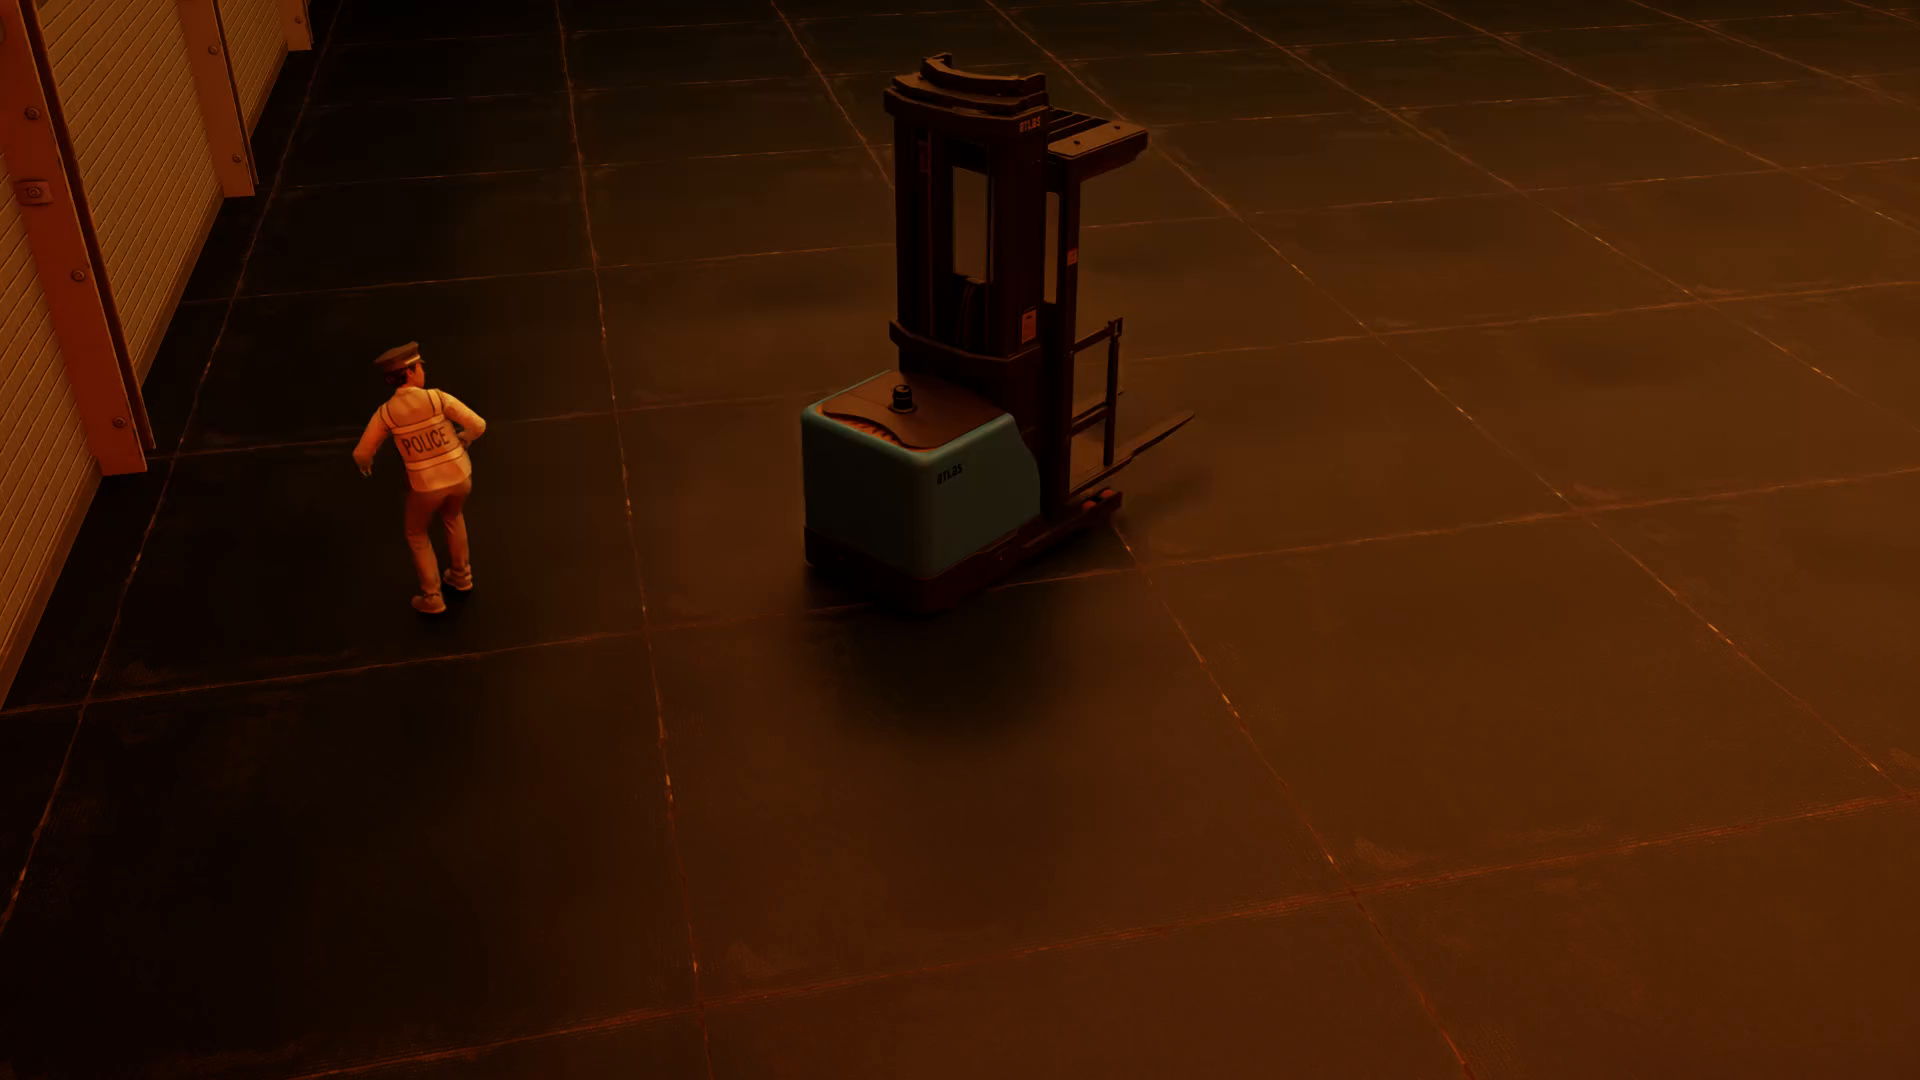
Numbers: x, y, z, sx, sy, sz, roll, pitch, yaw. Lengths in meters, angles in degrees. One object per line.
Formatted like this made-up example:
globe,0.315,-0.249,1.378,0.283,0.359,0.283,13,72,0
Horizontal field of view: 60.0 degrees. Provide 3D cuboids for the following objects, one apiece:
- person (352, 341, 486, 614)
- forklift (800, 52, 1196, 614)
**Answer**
person,-3.071,-0.362,9.548,0.732,1.633,0.561,-16,34,-26
forklift,0.399,-1.500,10.166,1.130,2.935,3.031,24,37,35
